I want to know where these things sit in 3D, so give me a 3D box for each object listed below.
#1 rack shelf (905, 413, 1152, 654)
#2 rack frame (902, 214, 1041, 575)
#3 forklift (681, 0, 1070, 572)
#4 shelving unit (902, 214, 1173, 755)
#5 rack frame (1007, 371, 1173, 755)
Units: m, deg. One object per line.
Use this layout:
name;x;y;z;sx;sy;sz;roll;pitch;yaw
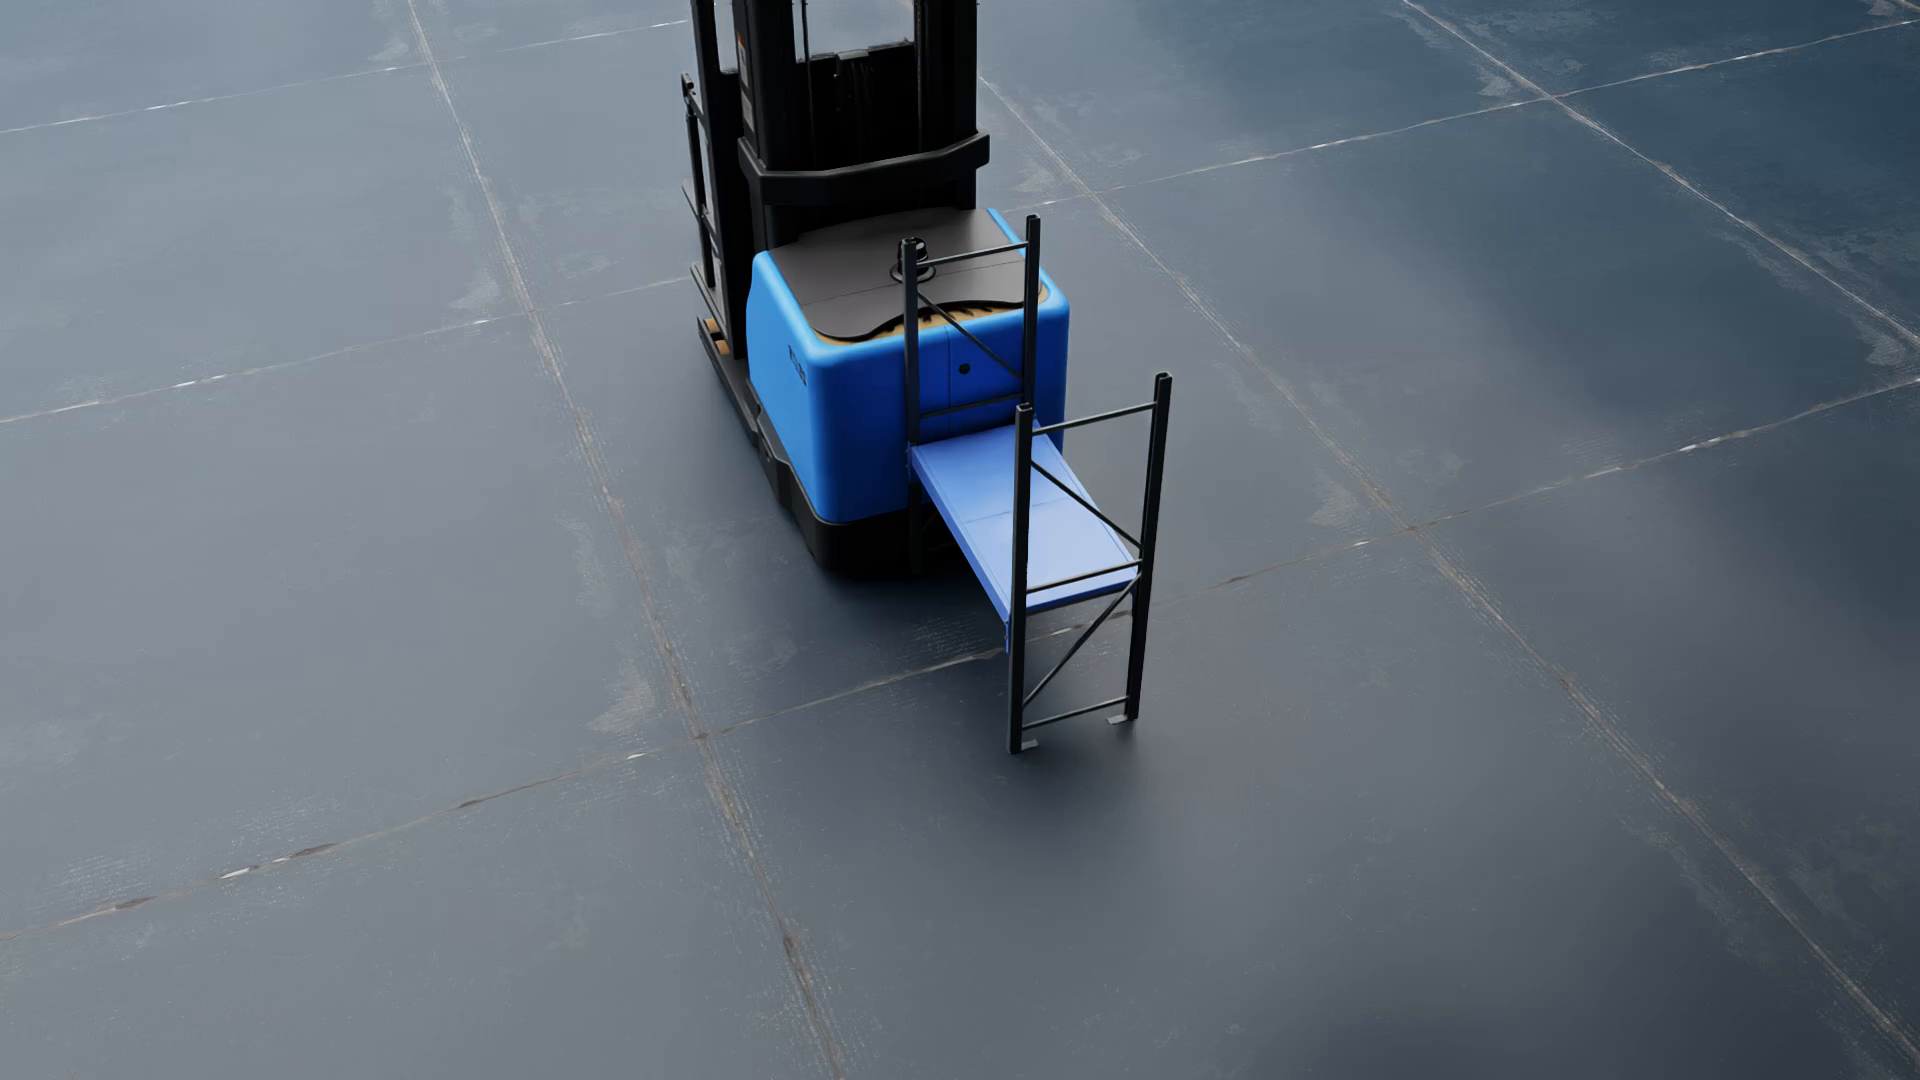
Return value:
rack shelf;0.222;-0.050;5.934;0.538;0.185;1.000;-14;43;-16
rack frame;0.041;-0.496;6.177;0.500;1.500;0.032;-14;43;-16
forklift;-0.576;-1.954;6.774;1.130;2.935;3.031;-14;43;-16
shelving unit;0.222;-0.186;5.817;0.538;1.500;1.048;-14;43;-16
rack frame;0.404;0.123;5.457;0.500;1.500;0.032;-14;43;-16
